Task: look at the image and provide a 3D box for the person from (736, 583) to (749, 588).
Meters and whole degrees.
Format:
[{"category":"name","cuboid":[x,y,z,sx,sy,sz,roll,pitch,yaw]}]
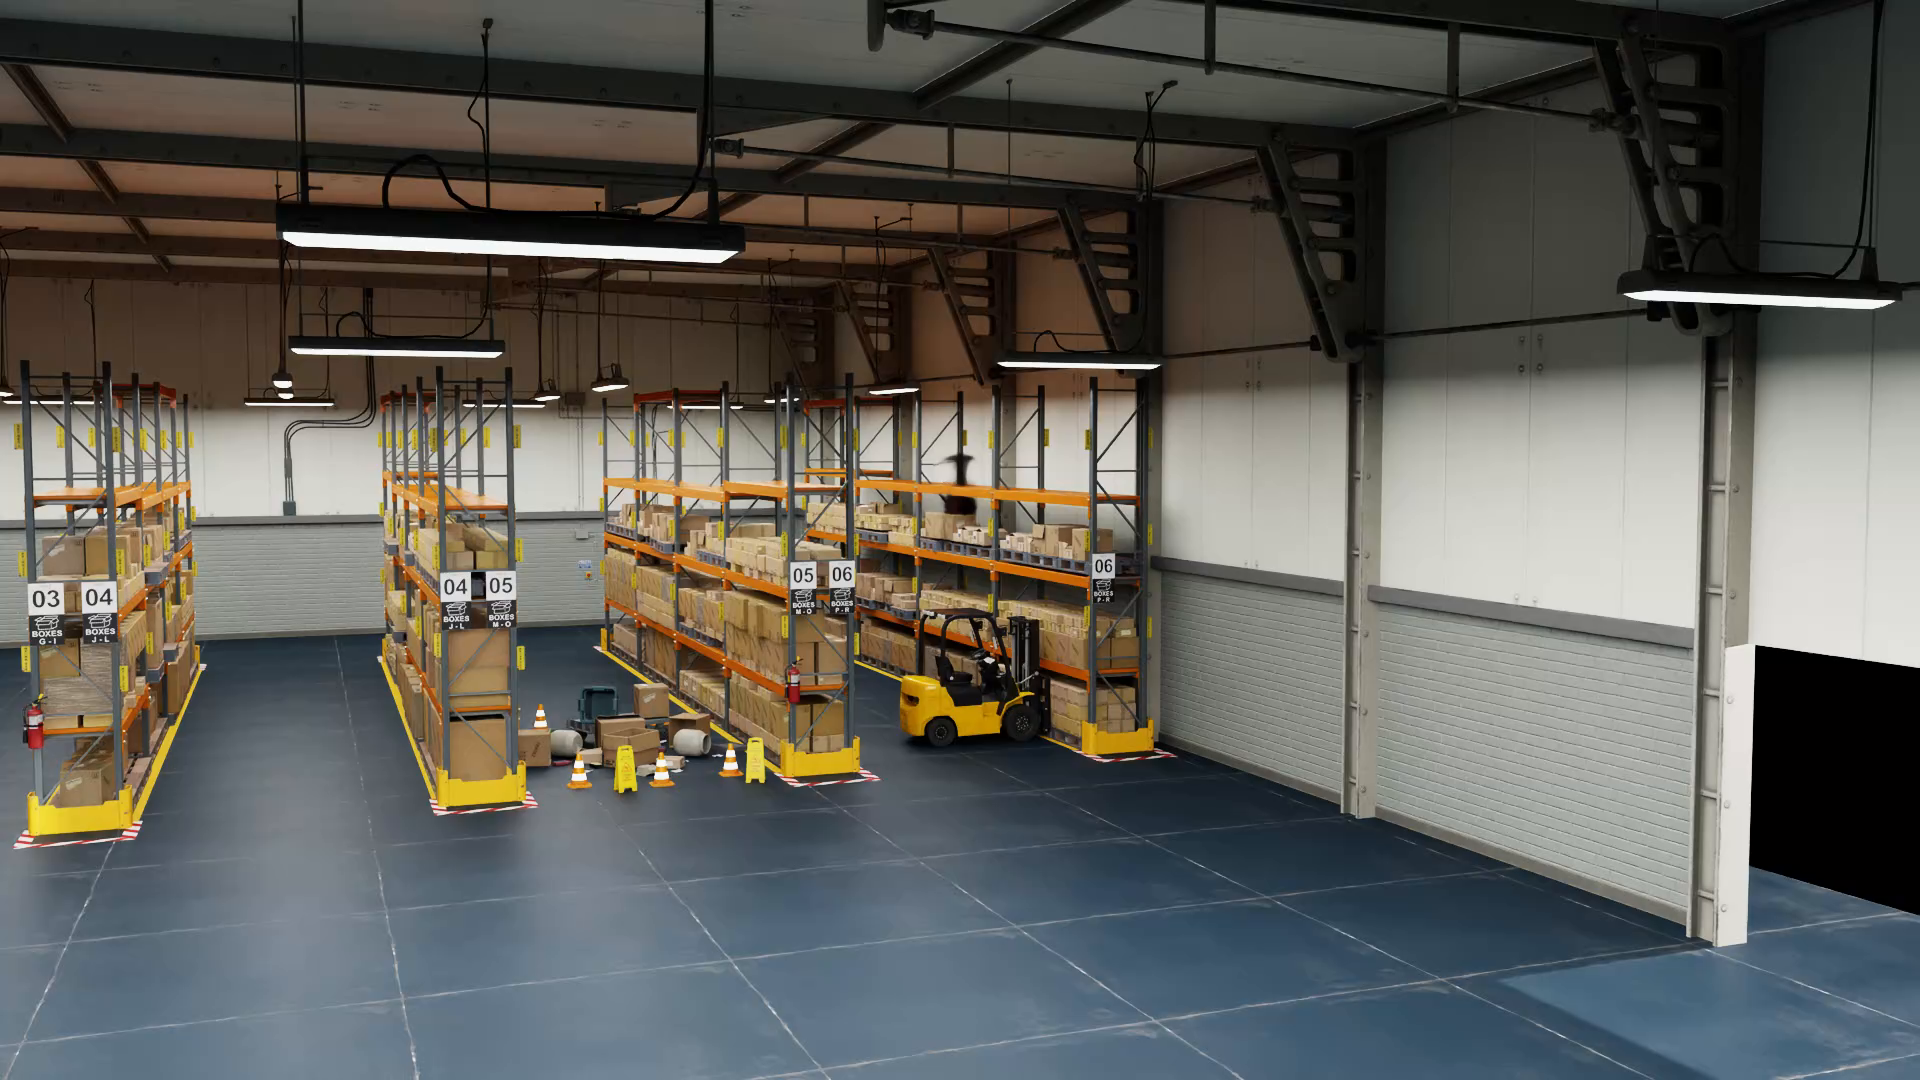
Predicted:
[{"category":"person","cuboid":[-5.062,1.741,39.748,0.836,1.743,0.662,2,4,24]}]
